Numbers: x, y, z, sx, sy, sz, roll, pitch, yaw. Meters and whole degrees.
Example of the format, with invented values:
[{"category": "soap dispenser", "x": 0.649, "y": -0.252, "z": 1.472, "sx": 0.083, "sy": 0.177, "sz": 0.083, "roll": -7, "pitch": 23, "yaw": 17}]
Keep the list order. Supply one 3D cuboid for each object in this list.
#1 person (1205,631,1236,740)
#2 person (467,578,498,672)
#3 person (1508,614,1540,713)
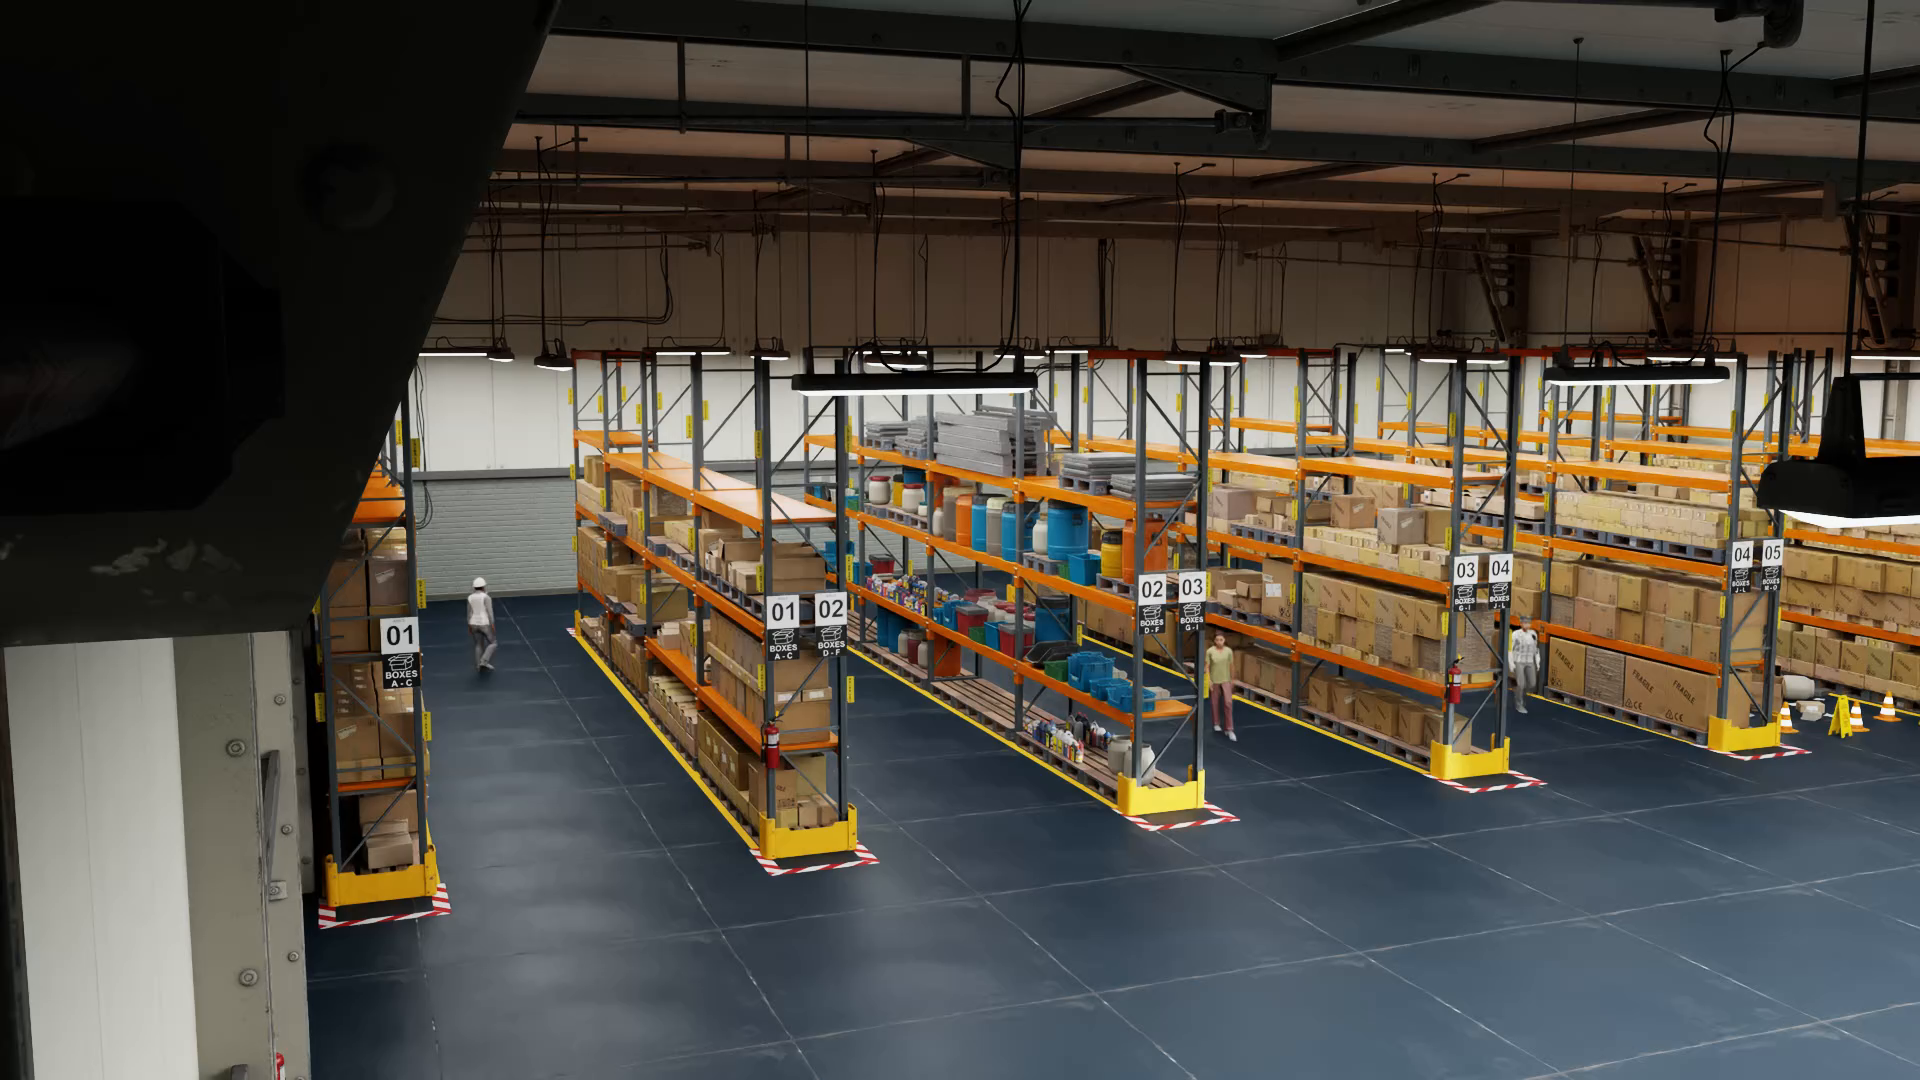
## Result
[{"category": "person", "x": 4.105, "y": 2.248, "z": 26.172, "sx": 0.510, "sy": 1.636, "sz": 0.875, "roll": 1, "pitch": 7, "yaw": 10}, {"category": "person", "x": -8.974, "y": 1.591, "z": 31.116, "sx": 0.567, "sy": 1.777, "sz": 0.469, "roll": 3, "pitch": 8, "yaw": 22}, {"category": "person", "x": 9.430, "y": 2.055, "z": 27.818, "sx": 0.565, "sy": 1.683, "sz": 0.423, "roll": -1, "pitch": 7, "yaw": -6}]
